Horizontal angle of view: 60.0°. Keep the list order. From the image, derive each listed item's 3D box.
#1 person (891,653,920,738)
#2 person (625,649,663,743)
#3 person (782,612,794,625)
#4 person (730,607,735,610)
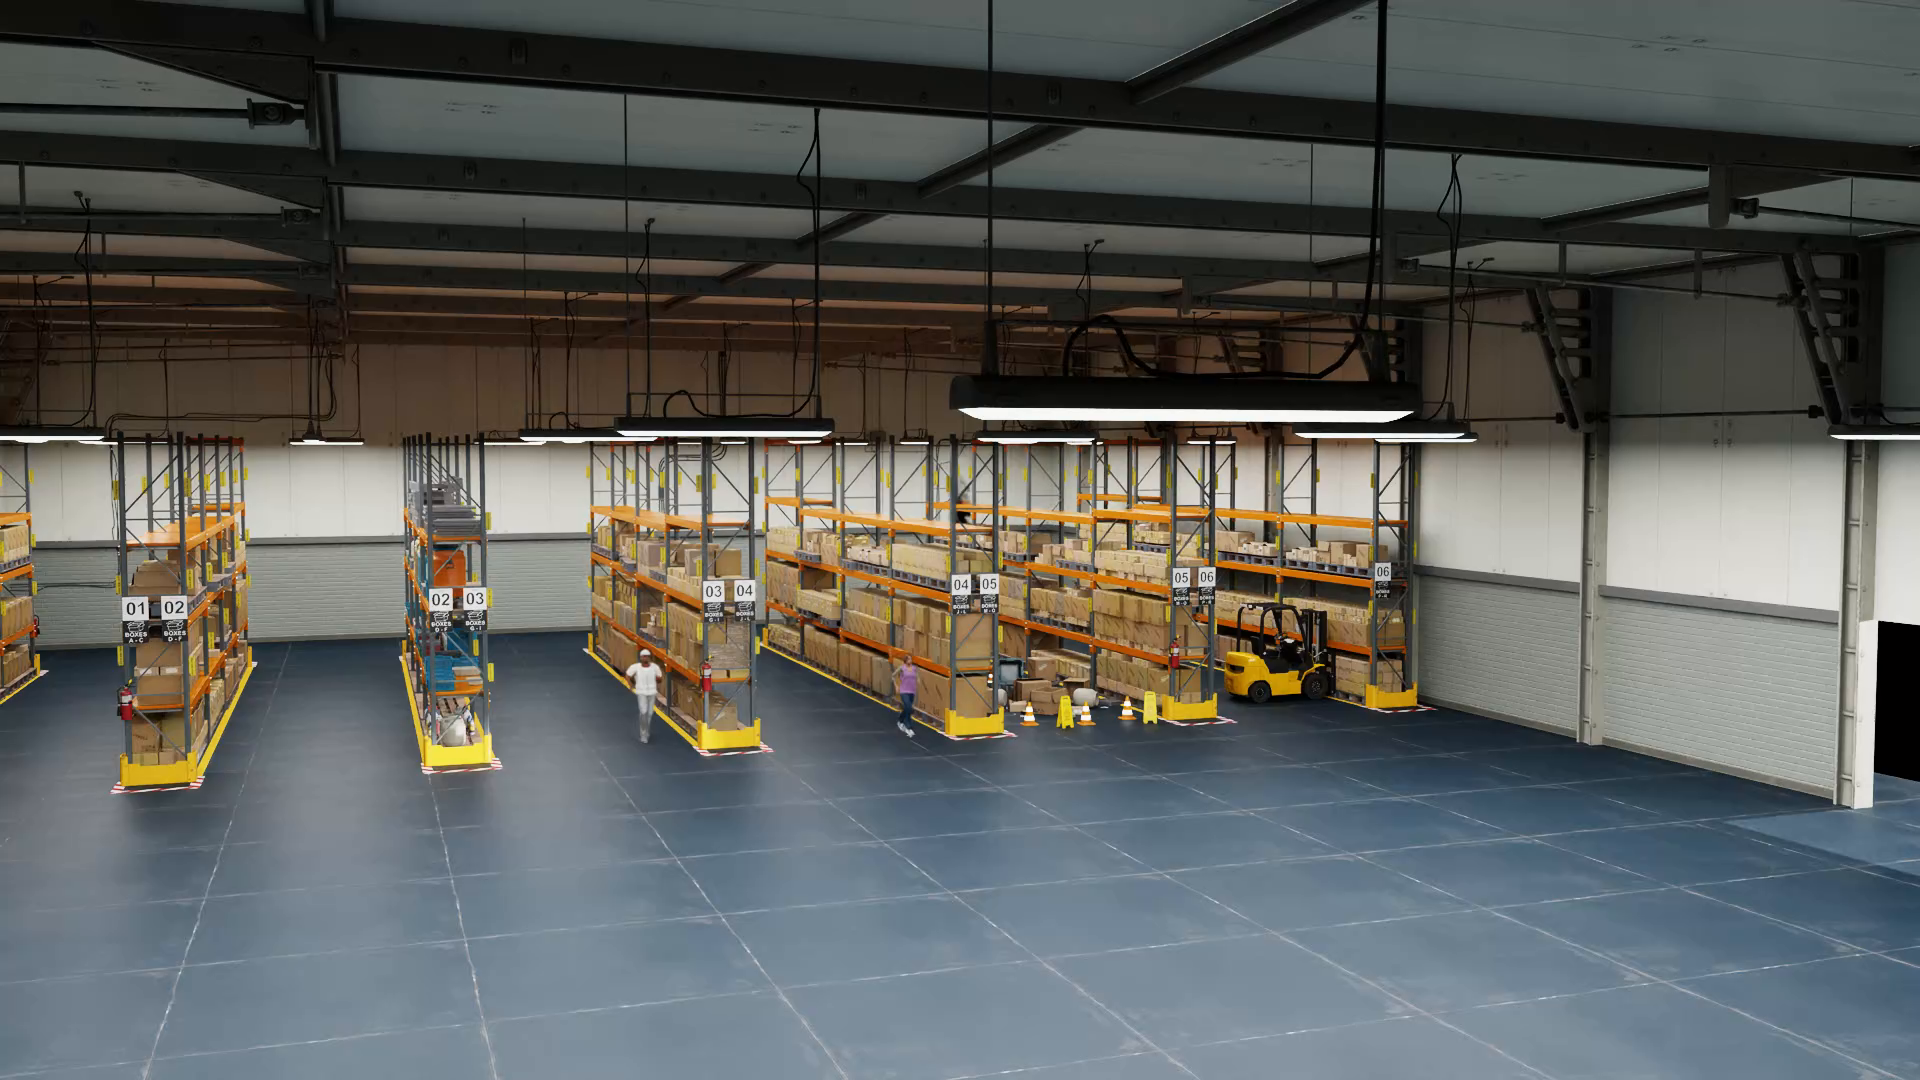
[{"bbox_3d":[-1.075,3.076,33.170,0.500,1.636,0.761,-2,4,-36],"label":"person"},{"bbox_3d":[-6.136,3.043,32.491,0.672,1.822,0.715,-2,4,-27],"label":"person"},{"bbox_3d":[-5.078,2.156,49.826,0.500,1.647,0.673,2,4,30],"label":"person"},{"bbox_3d":[-6.907,2.215,47.956,0.789,1.727,0.676,2,4,27],"label":"person"}]
